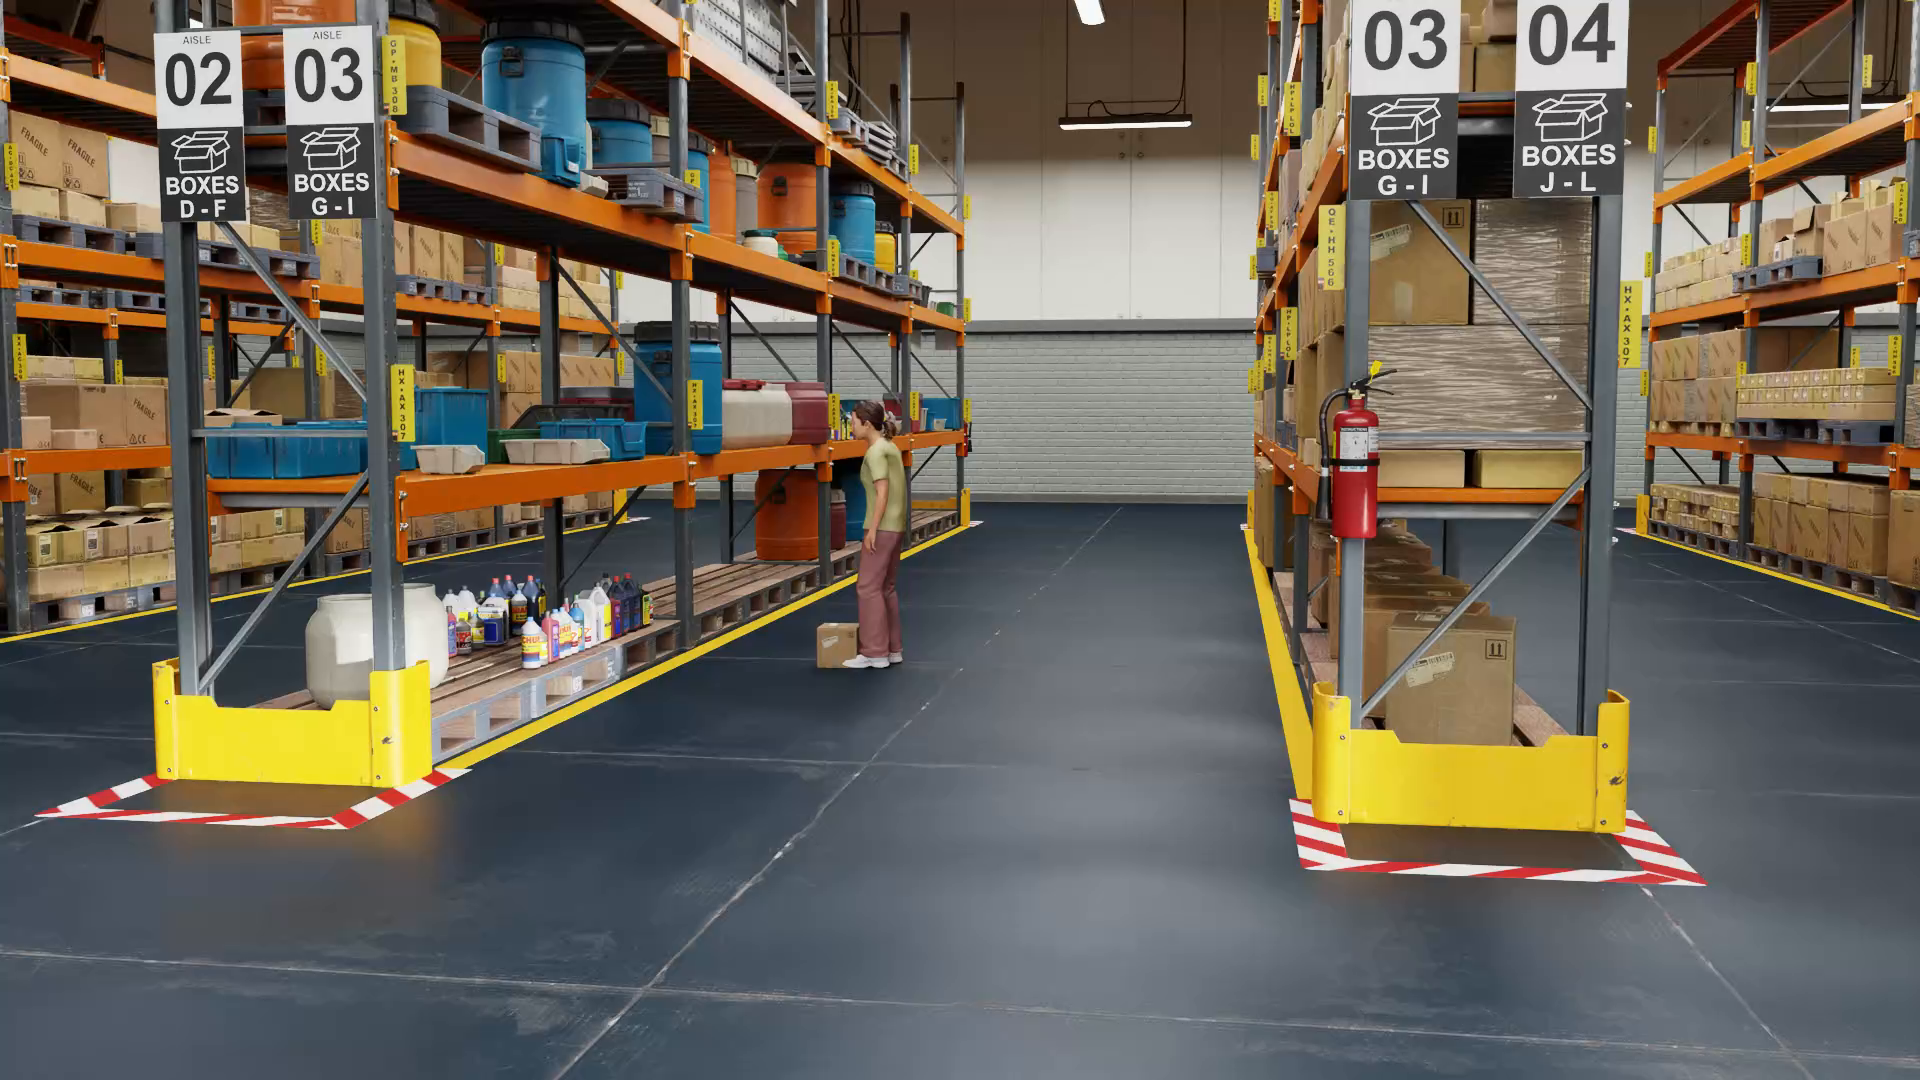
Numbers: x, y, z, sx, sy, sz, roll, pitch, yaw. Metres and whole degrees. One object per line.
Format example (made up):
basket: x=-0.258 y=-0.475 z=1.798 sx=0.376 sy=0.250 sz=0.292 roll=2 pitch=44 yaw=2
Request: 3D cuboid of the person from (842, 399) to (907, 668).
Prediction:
person: x=-0.535 y=-0.043 z=10.399 sx=0.405 sy=1.673 sz=0.502 roll=1 pitch=5 yaw=8
